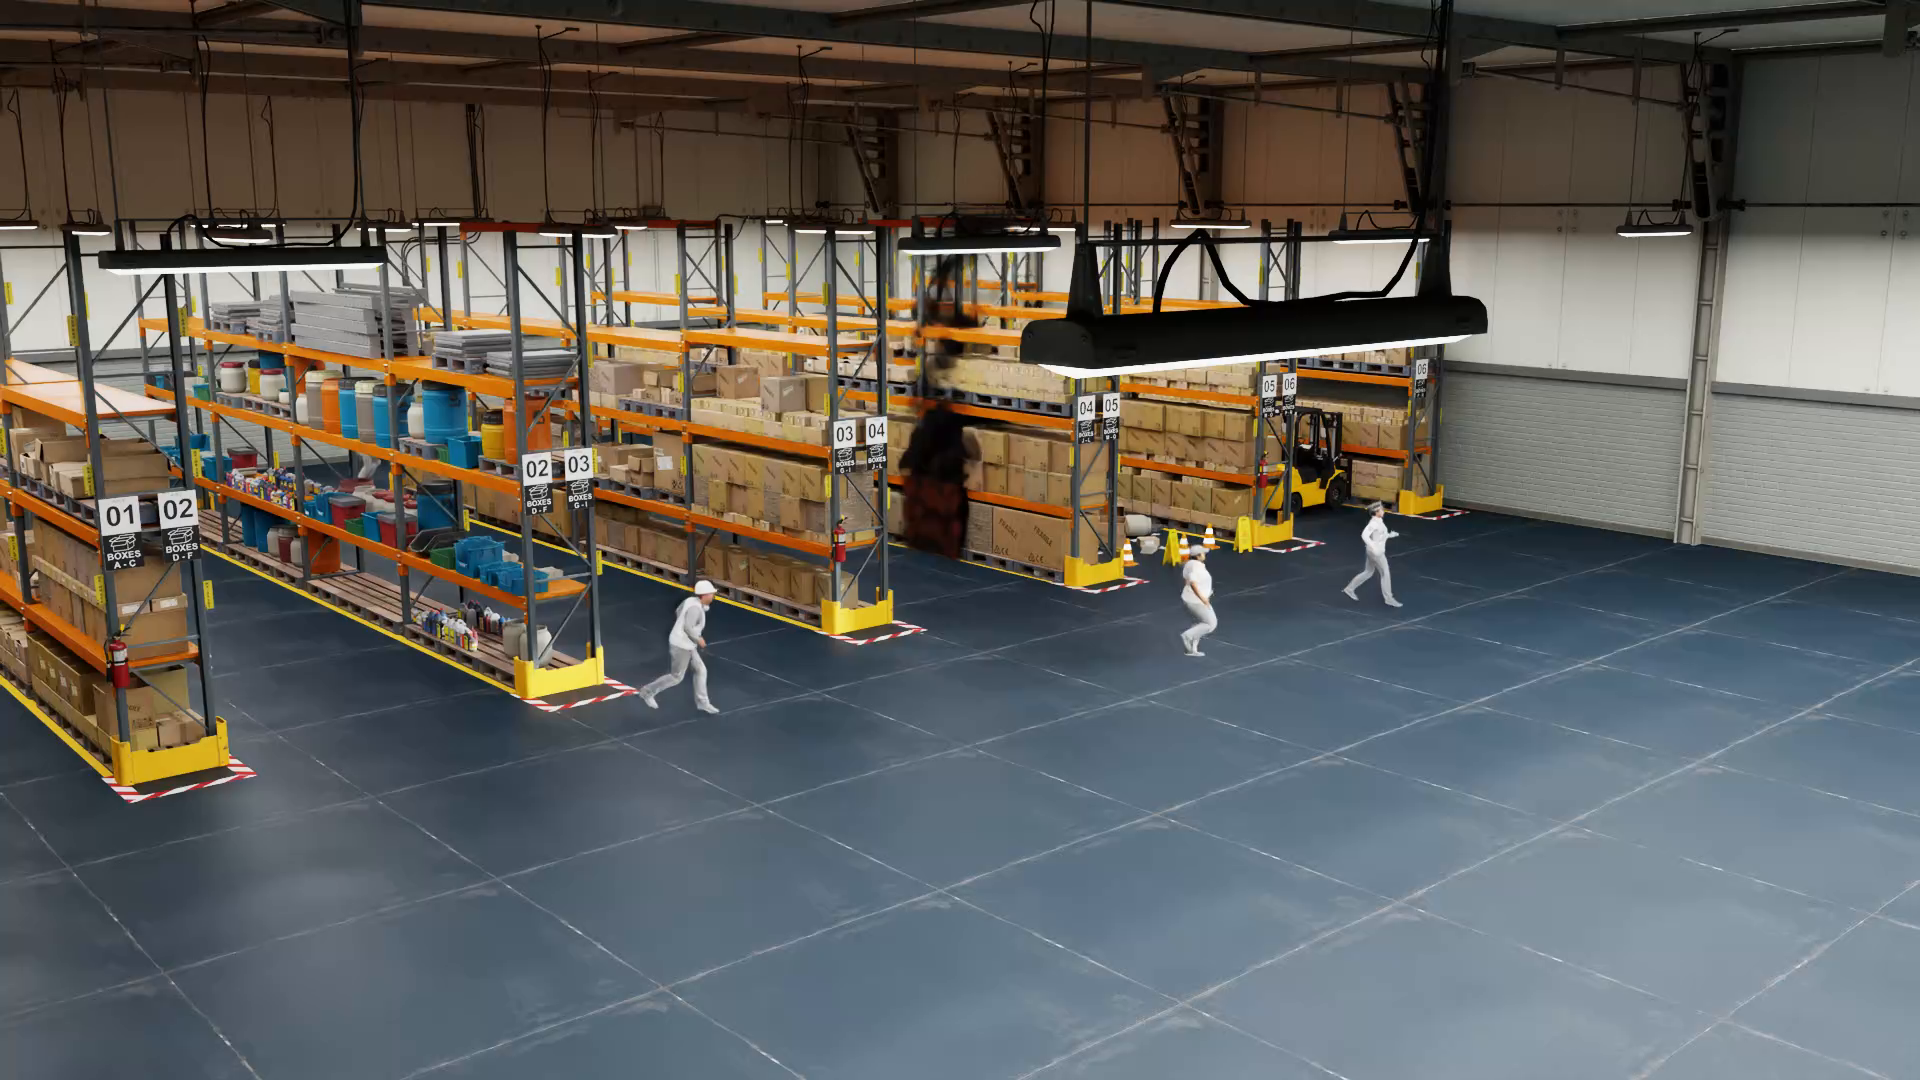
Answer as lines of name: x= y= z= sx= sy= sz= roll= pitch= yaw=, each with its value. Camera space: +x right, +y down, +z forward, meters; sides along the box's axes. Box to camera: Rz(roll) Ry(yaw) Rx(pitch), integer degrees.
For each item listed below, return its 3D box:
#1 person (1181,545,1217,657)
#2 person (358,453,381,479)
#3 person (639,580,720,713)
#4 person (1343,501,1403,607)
person: x=3.361 y=0.865 z=23.536 sx=0.549 sy=1.627 sz=0.607 roll=-3 pitch=12 yaw=-12
person: x=-13.368 y=-1.995 z=37.553 sx=0.655 sy=1.653 sz=0.540 roll=-6 pitch=13 yaw=-29
person: x=-3.539 y=1.370 z=20.888 sx=1.031 sy=1.729 sz=0.688 roll=-3 pitch=12 yaw=-16
person: x=6.602 y=0.207 z=26.445 sx=0.930 sy=1.692 sz=0.606 roll=2 pitch=12 yaw=8
